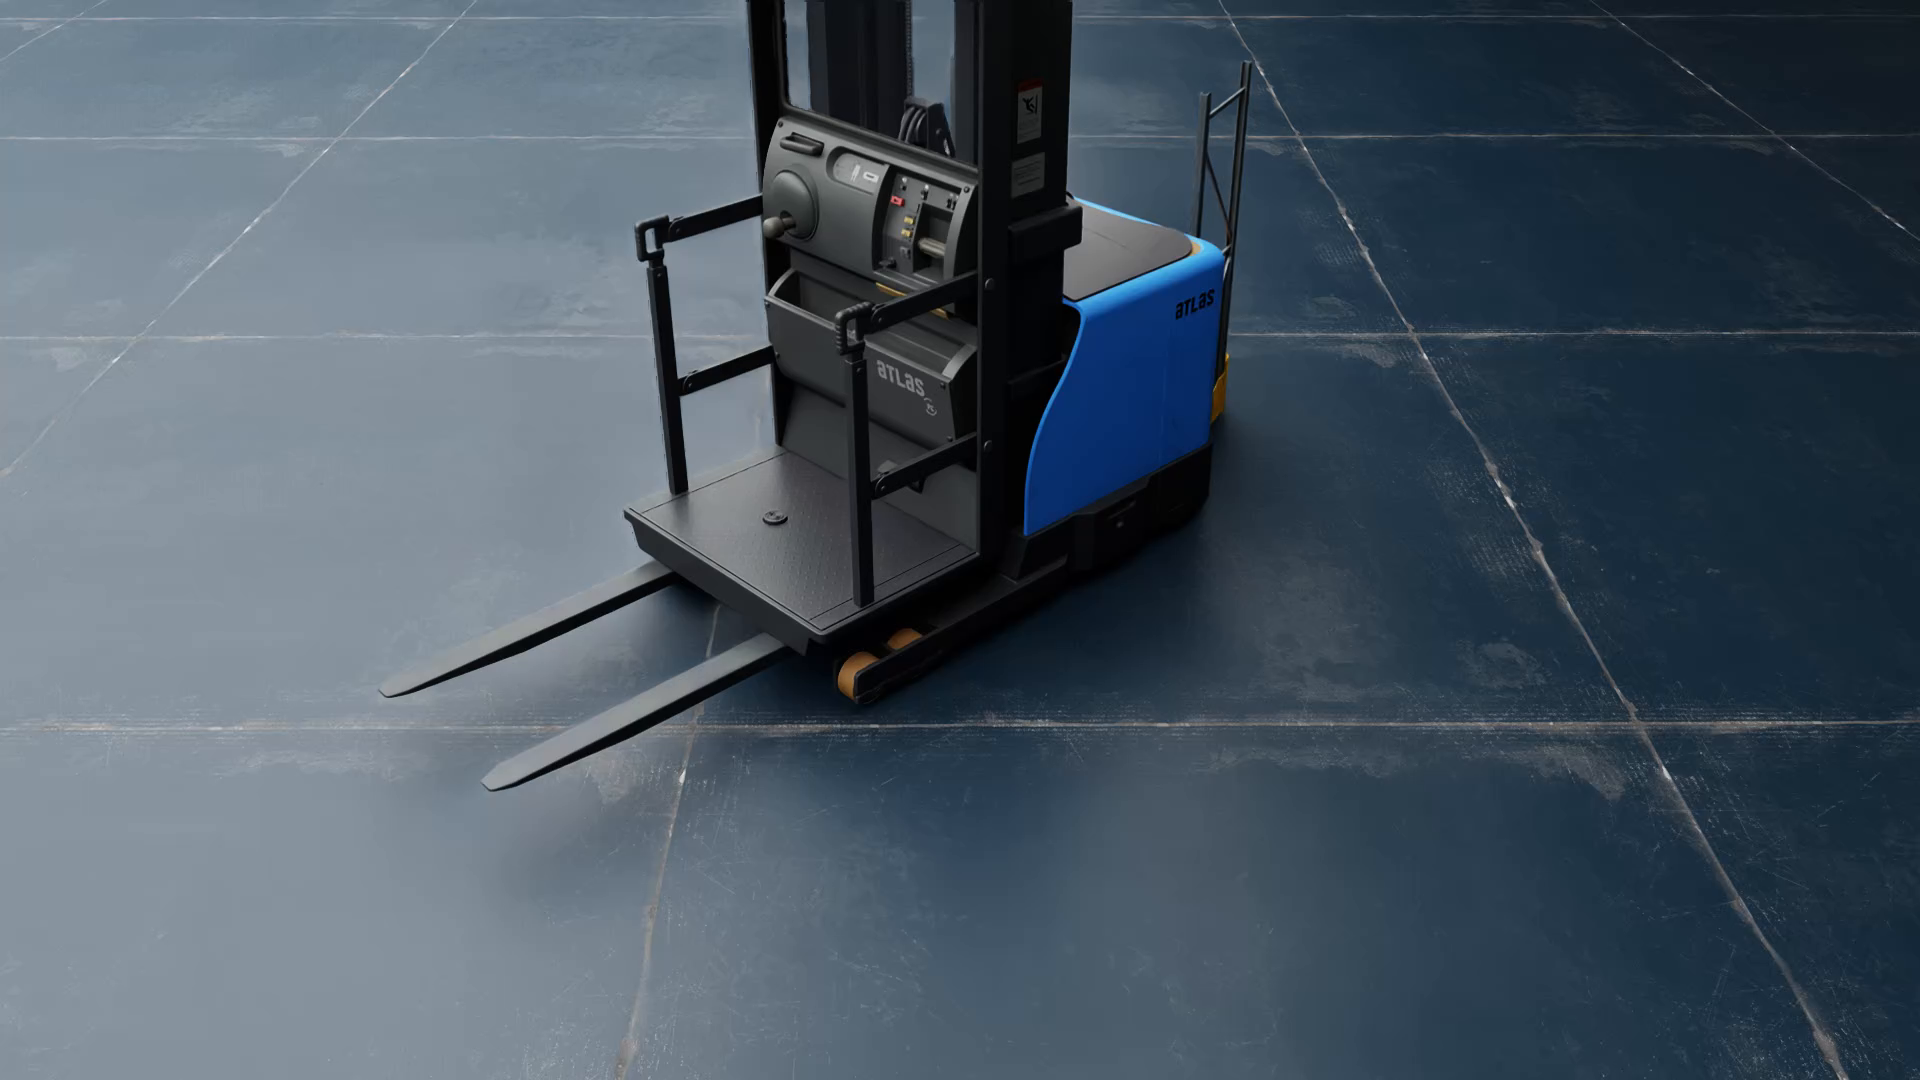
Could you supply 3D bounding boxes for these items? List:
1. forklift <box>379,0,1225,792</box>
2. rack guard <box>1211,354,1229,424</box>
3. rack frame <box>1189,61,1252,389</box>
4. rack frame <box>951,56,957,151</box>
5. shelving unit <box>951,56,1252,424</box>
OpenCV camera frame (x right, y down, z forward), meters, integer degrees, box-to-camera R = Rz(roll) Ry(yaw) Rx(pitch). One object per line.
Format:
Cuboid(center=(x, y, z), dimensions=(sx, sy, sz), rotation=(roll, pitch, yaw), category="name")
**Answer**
Cuboid(center=(-0.454, -1.027, 5.118), dimensions=(3.031, 2.935, 1.130), rotation=(-26, 40, -36), category="forklift")
Cuboid(center=(0.978, -0.556, 6.925), dimensions=(0.087, 0.250, 0.587), rotation=(15, 34, 23), category="rack guard")
Cuboid(center=(0.996, -1.085, 6.593), dimensions=(0.032, 1.500, 0.500), rotation=(15, 34, 23), category="rack frame")
Cuboid(center=(0.093, -1.328, 6.993), dimensions=(0.032, 1.500, 0.500), rotation=(15, 34, 23), category="rack frame")
Cuboid(center=(0.536, -1.209, 6.796), dimensions=(1.083, 1.500, 0.587), rotation=(15, 34, 23), category="shelving unit")
